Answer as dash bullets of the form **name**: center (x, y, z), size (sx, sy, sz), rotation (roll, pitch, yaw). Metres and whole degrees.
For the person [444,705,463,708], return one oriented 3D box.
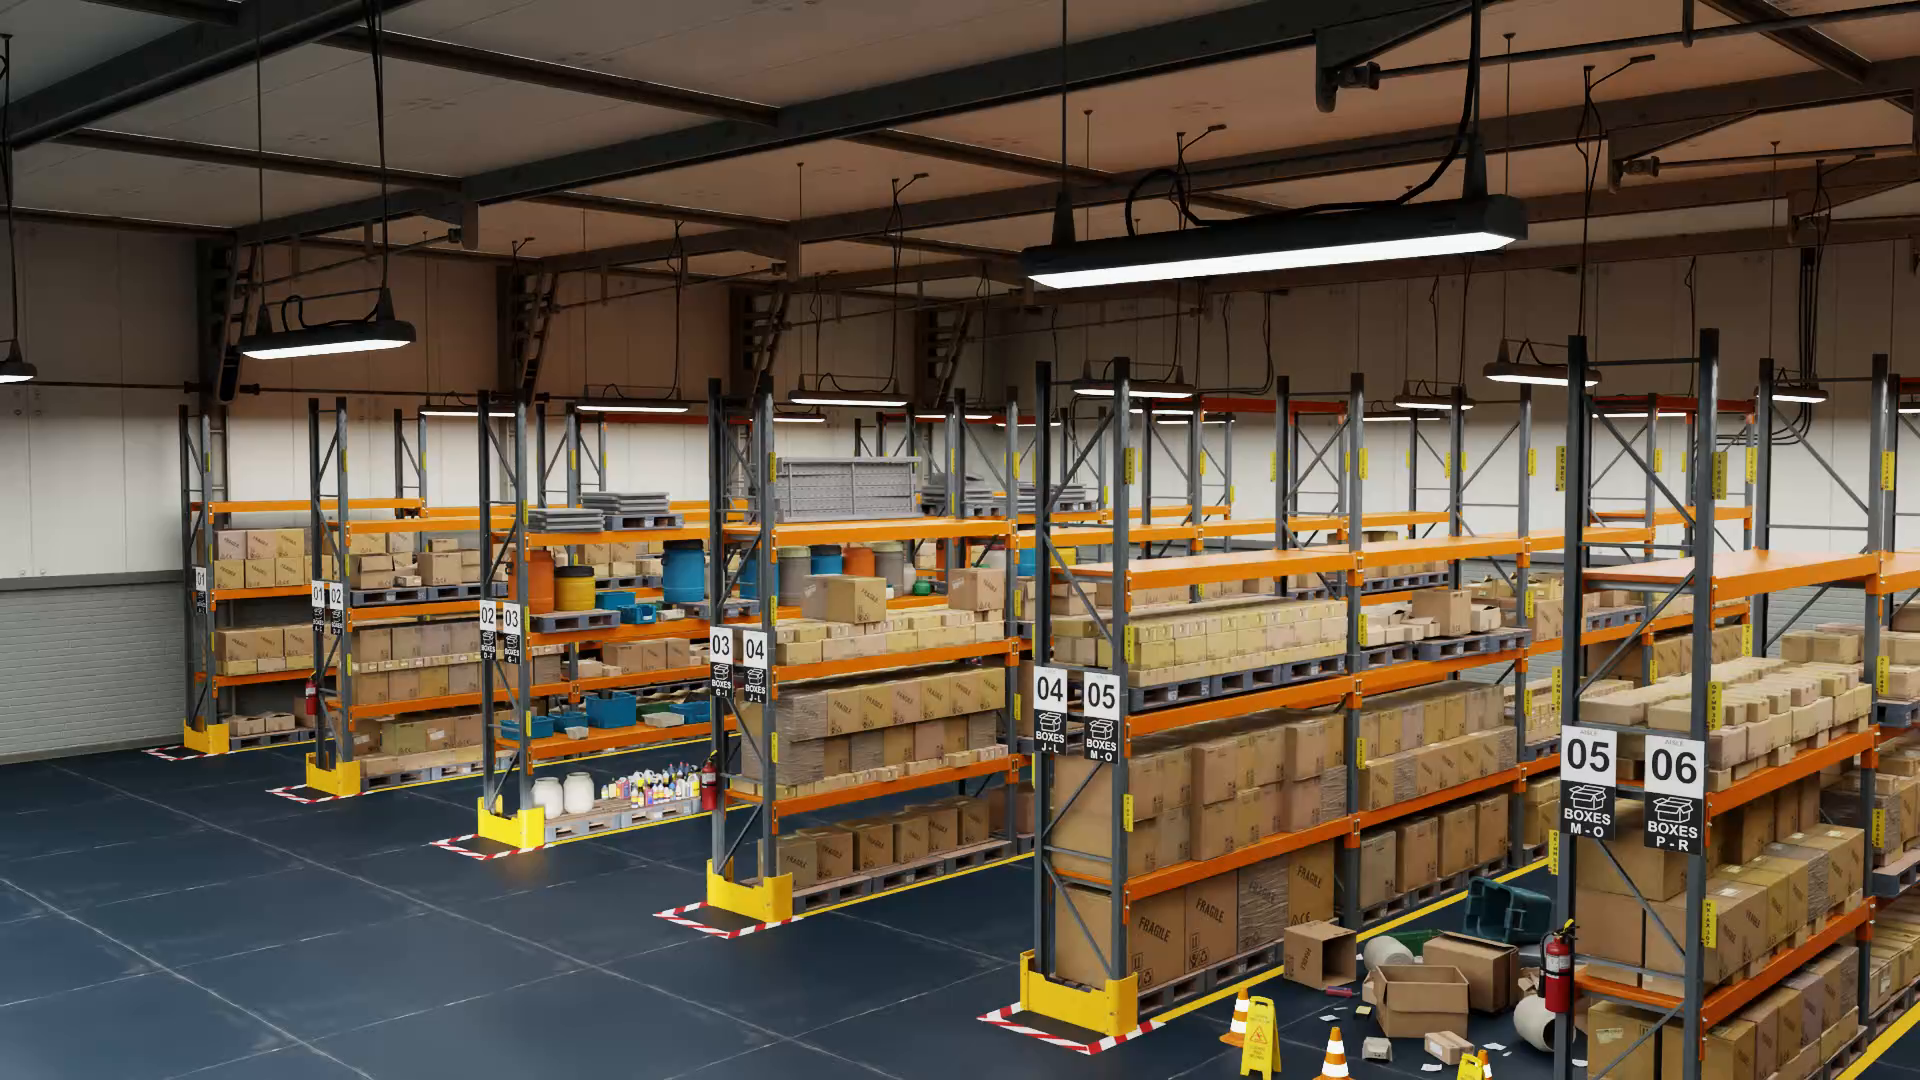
- **person**: center (-8.722, 2.867, 28.710), size (1.079, 1.613, 0.687), rotation (-3, 4, -41)
